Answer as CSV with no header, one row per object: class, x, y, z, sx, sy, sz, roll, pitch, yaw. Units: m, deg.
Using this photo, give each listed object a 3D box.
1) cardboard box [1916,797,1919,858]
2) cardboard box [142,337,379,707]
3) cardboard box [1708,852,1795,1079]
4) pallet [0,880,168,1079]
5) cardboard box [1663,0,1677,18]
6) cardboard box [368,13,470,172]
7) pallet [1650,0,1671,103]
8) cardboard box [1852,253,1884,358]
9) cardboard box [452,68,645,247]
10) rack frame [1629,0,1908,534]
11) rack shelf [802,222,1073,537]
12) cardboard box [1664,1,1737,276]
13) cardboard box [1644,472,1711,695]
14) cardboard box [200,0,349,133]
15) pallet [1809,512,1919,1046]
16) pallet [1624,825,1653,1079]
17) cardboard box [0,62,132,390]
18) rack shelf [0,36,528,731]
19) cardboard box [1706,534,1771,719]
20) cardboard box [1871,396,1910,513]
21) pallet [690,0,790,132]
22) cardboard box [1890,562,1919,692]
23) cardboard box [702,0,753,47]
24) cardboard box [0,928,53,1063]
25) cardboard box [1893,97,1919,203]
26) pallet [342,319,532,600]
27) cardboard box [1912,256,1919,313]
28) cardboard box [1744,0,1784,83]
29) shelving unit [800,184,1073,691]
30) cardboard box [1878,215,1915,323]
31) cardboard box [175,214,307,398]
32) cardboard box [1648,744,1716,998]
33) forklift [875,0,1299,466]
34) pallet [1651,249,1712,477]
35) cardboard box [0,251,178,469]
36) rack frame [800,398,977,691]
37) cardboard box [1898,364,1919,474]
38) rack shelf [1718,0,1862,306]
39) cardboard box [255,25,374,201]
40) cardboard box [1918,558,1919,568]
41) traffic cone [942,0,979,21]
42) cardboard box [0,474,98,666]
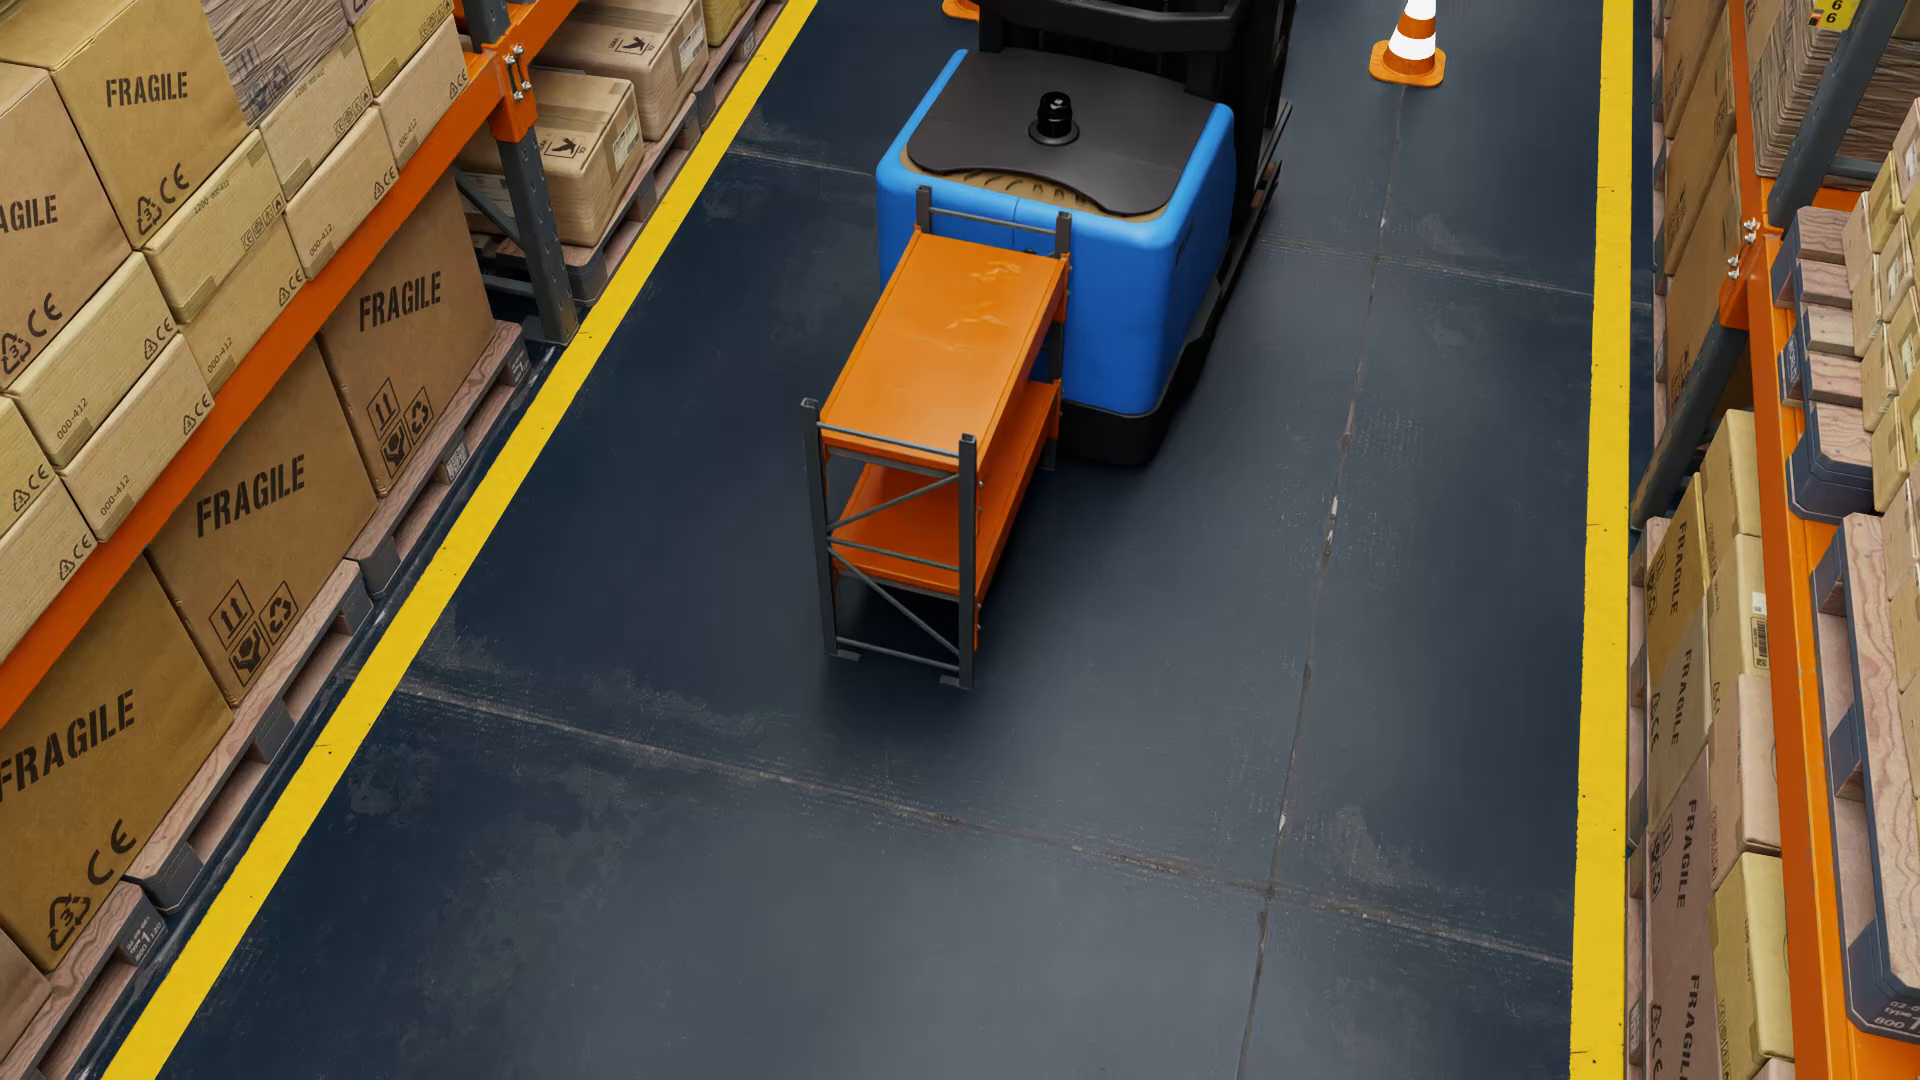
cardboard box,2.025,0.599,3.108,0.380,0.149,0.250,14,50,12
cardboard box,-2.478,-0.181,5.046,0.875,0.875,0.875,12,50,10
cardboard box,1.997,1.021,3.735,0.500,0.250,0.500,10,49,8
pallet,-2.900,1.370,4.400,1.003,0.211,1.213,12,50,10
cardboard box,3.801,-2.790,7.432,1.050,0.750,0.750,11,50,10
cardboard box,-1.860,-1.406,5.091,0.500,0.250,0.500,10,49,9
pallet,3.747,-2.367,7.698,1.003,0.211,1.213,12,50,10
cardboard box,2.441,-0.547,4.120,0.380,0.149,0.250,14,50,12
cardboard box,-1.819,-1.549,6.589,0.950,0.372,0.625,9,49,7
rack frame,2.824,-0.969,4.605,1.000,3.000,0.127,12,50,10
rack shelf,-0.046,-0.513,5.062,0.538,0.278,1.000,13,50,11
cardboard box,3.298,-1.419,6.223,1.050,0.750,0.750,12,50,11
cardboard box,2.392,0.180,4.977,0.500,0.500,0.500,10,49,8
cardboard box,-1.988,-1.439,4.285,0.500,0.500,0.500,12,50,11
pallet,2.343,0.534,3.406,1.003,0.211,1.213,12,50,10
pallet,2.294,1.398,4.375,1.003,0.211,1.213,12,50,10
cardboard box,-2.266,-0.716,3.648,0.500,0.500,0.500,11,49,9
rack shelf,-2.504,-0.188,4.395,1.077,0.370,4.000,12,50,10
cardboard box,2.276,0.289,4.382,0.500,0.250,0.500,11,49,10
cardboard box,2.301,-0.156,3.775,0.380,0.149,0.250,14,50,12
pallet,-1.447,-2.395,7.723,1.003,0.211,1.213,12,50,10
cardboard box,2.165,0.218,3.444,0.380,0.149,0.250,12,50,11
cardboard box,-1.428,-2.632,7.545,0.950,0.372,0.625,13,50,11
cardboard box,-2.944,1.120,3.898,0.875,0.875,0.875,13,50,11
cardboard box,2.515,-0.923,4.054,0.380,0.149,0.250,12,50,10
pallet,-2.258,-0.395,5.958,1.003,0.211,1.213,12,50,10
cardboard box,2.379,-0.554,3.729,0.380,0.149,0.250,11,50,10
cardboard box,2.817,-1.742,5.220,0.500,0.500,0.500,12,50,10
shelving unit,-0.046,-0.319,5.281,0.538,1.125,1.048,13,50,11
cardboard box,2.434,-0.617,3.983,0.380,0.149,0.250,14,50,12
cardboard box,-2.128,-0.673,4.443,0.500,0.250,0.500,11,50,10
cardboard box,2.133,0.917,4.327,0.500,0.500,0.500,10,49,9
forklift,0.704,-2.361,5.879,1.130,2.935,3.031,16,50,14
pallet,3.105,-0.602,6.140,1.003,0.211,1.213,12,50,10
cardboard box,-2.243,-0.467,3.928,0.500,0.250,0.500,10,49,9
rack frame,-0.197,0.045,4.960,0.500,1.125,0.032,13,50,11
cardboard box,2.301,-0.241,3.651,0.380,0.149,0.250,12,50,10
rack shelf,3.351,-2.178,6.151,1.077,0.370,4.000,12,50,10
cardboard box,-1.991,-1.217,4.590,0.500,0.250,0.500,10,49,9
cardboard box,2.166,0.118,3.334,0.380,0.149,0.250,11,50,10
traffic cone,0.099,-2.754,7.872,0.336,0.463,0.334,12,50,10
cardboard box,-2.375,0.062,3.795,0.500,0.250,0.500,11,50,10
